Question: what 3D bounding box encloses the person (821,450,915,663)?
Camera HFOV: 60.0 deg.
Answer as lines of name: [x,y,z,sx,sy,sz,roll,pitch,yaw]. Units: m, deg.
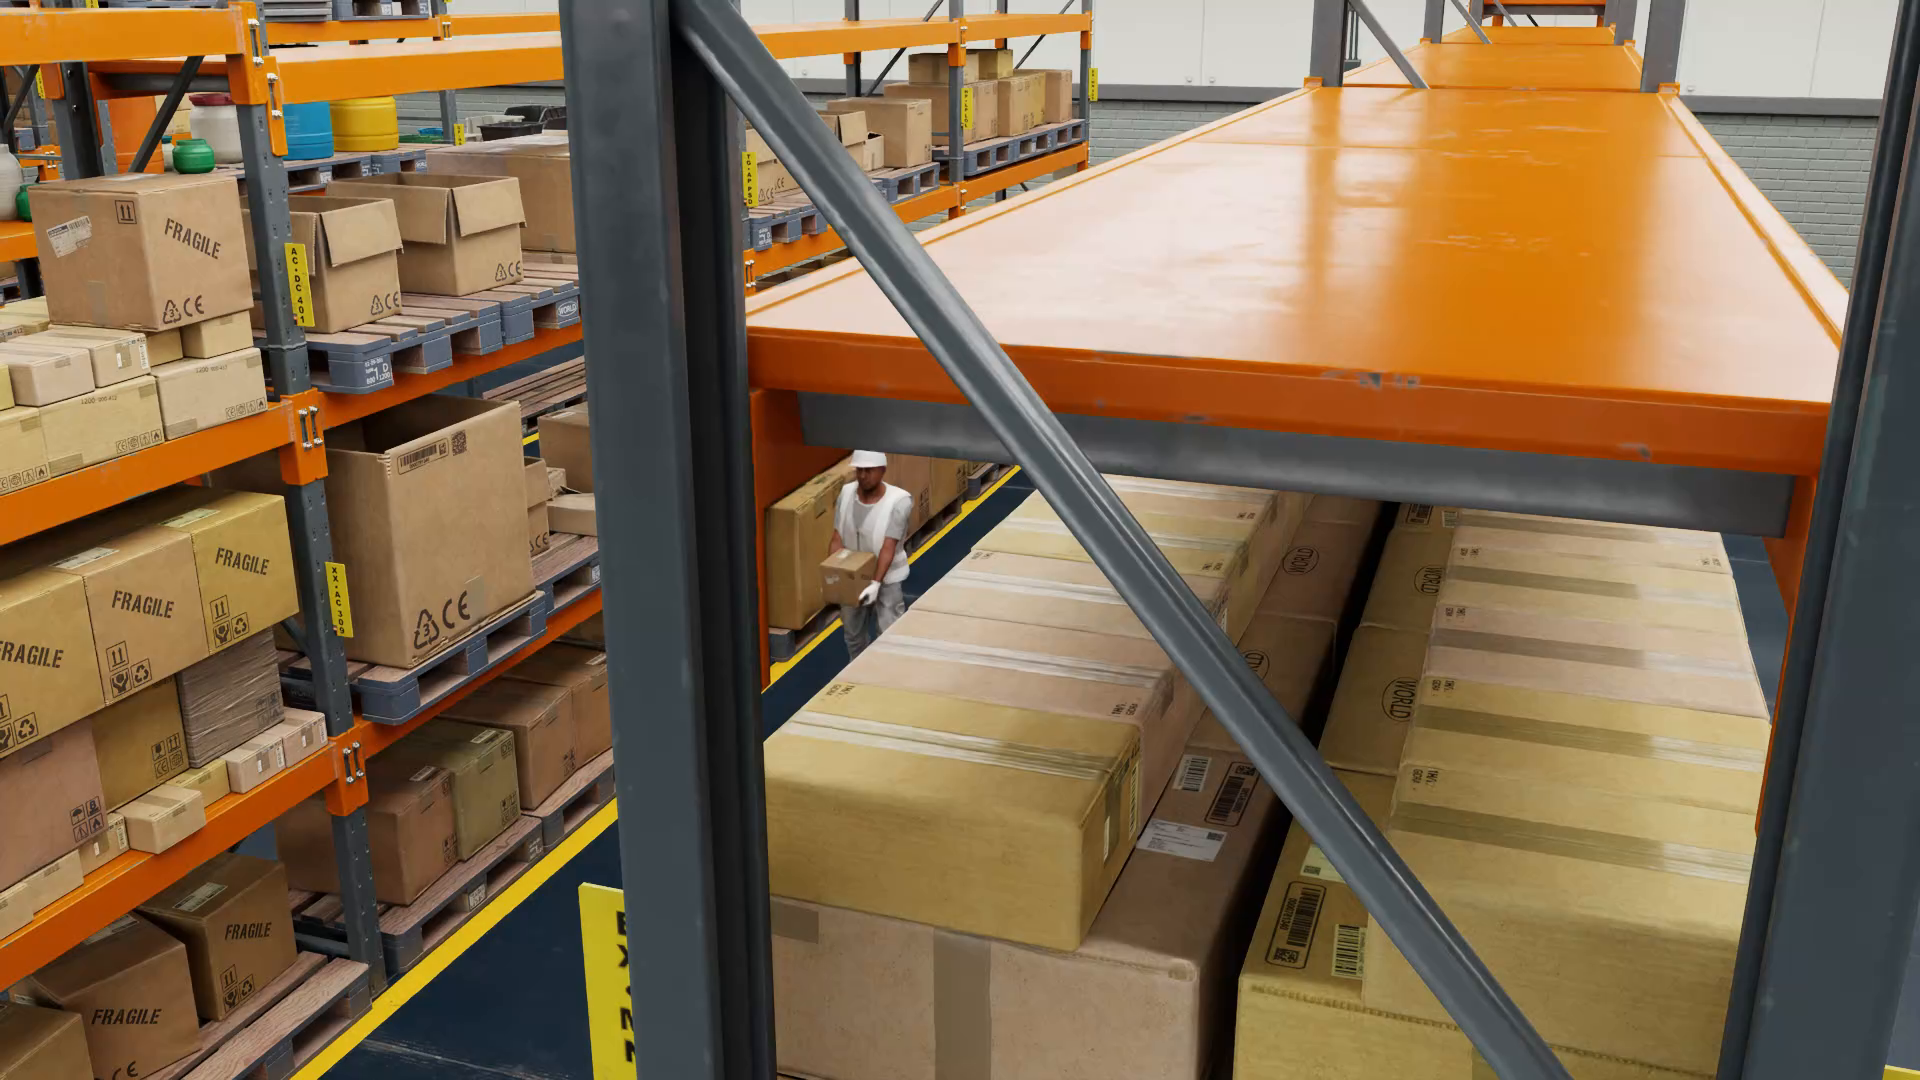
person: [-0.569,0.275,10.210,0.491,1.778,0.587,10,21,27]
